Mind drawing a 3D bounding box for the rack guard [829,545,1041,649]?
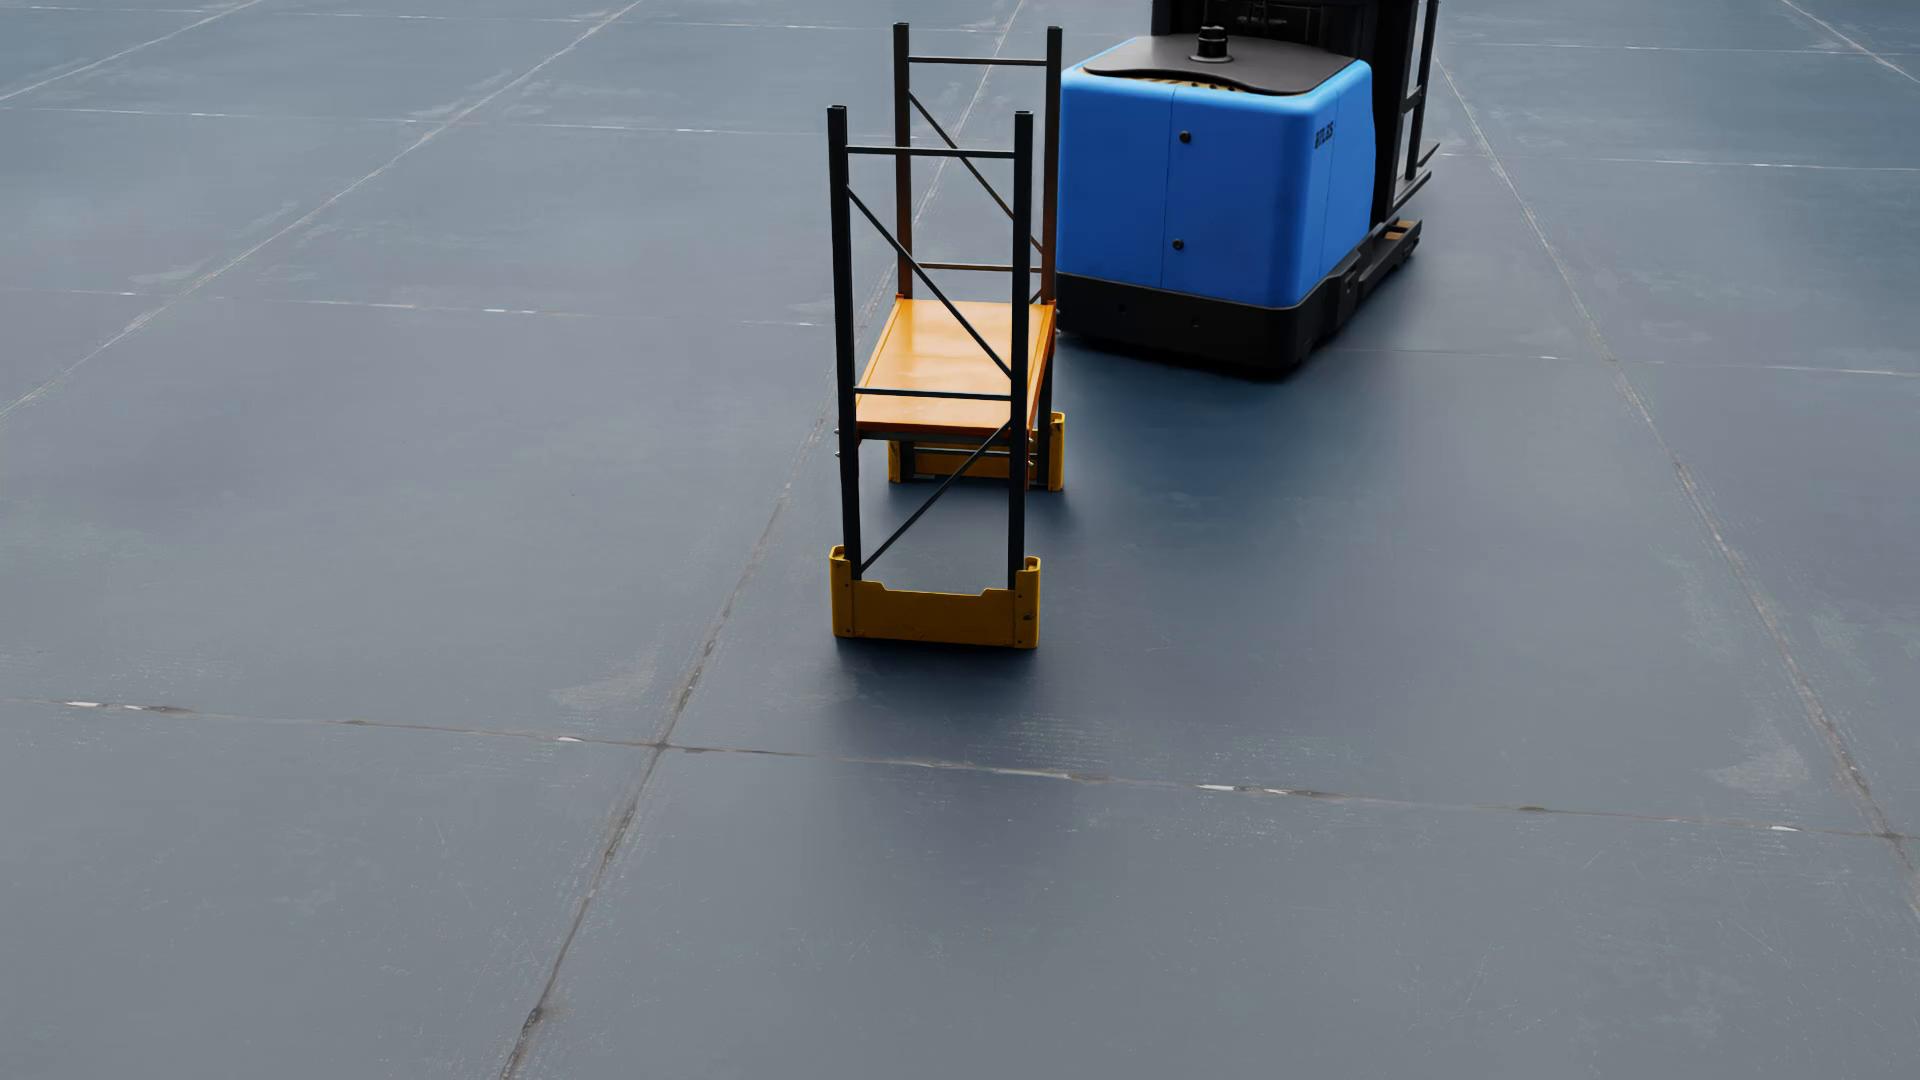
[{"bbox_3d":[-0.070,0.160,4.689,0.587,0.250,0.087,3,28,6],"label":"rack guard"}]

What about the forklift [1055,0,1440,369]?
[{"bbox_3d":[1.477,-2.608,7.001,1.130,2.935,3.031,14,31,24],"label":"forklift"}]

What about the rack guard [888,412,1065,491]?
[{"bbox_3d":[0.052,-0.309,5.559,0.587,0.250,0.087,3,28,6],"label":"rack guard"}]

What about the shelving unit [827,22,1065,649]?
[{"bbox_3d":[-0.009,-0.624,4.828,0.587,1.500,1.083,3,28,6],"label":"shelving unit"}]

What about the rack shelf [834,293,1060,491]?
[{"bbox_3d":[-0.010,-0.462,4.905,0.538,0.185,1.000,3,28,6],"label":"rack shelf"}]

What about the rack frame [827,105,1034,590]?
[{"bbox_3d":[-0.073,-0.381,4.376,0.500,1.500,0.032,3,28,6],"label":"rack frame"}]

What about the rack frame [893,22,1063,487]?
[{"bbox_3d":[0.052,-0.859,5.264,0.500,1.500,0.032,3,28,6],"label":"rack frame"}]
